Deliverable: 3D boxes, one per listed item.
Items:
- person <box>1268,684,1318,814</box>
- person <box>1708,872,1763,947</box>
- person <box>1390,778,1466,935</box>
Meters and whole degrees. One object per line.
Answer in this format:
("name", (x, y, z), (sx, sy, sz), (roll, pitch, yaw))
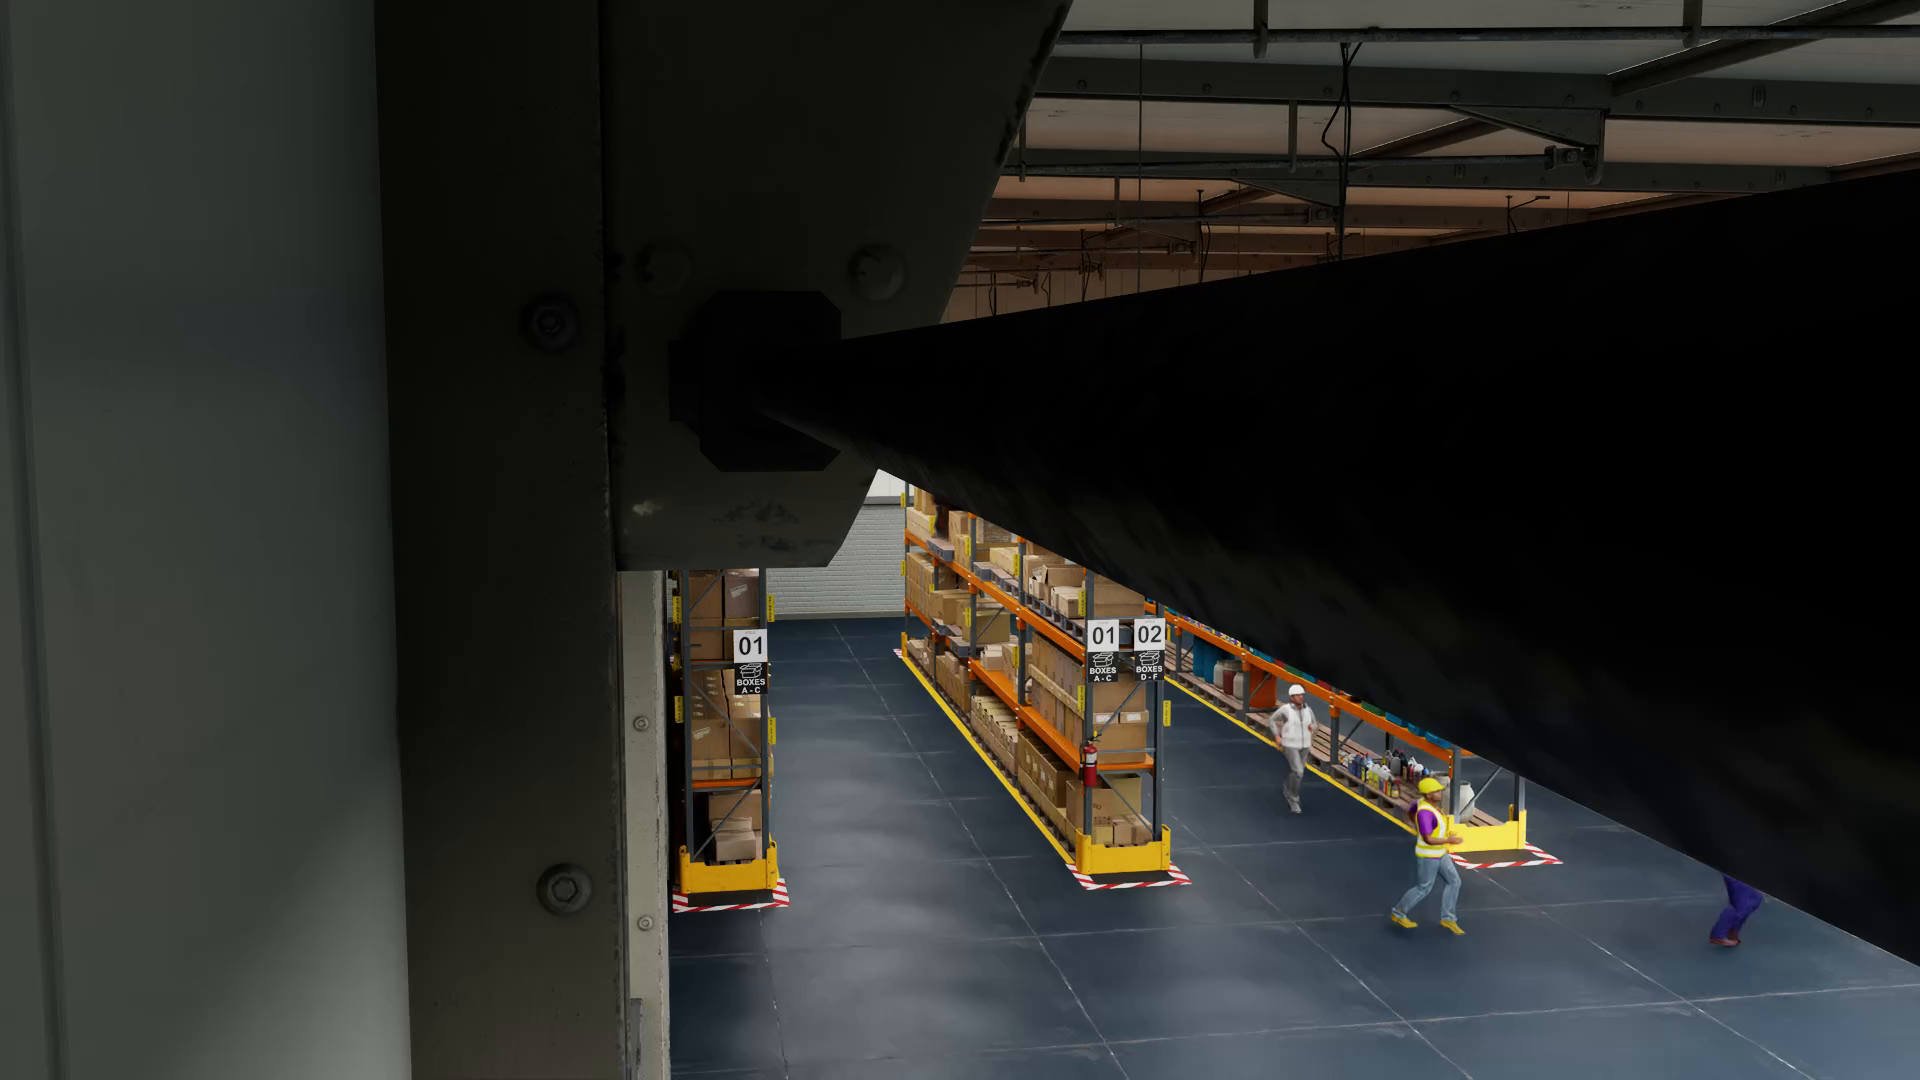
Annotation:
("person", (4.815, 2.983, 23.850), (0.626, 1.834, 0.758), (-3, 6, -23))
("person", (8.527, 3.649, 18.134), (0.632, 1.649, 0.589), (1, 6, 13))
("person", (5.266, 3.540, 18.634), (0.804, 1.798, 0.702), (3, 7, 25))
